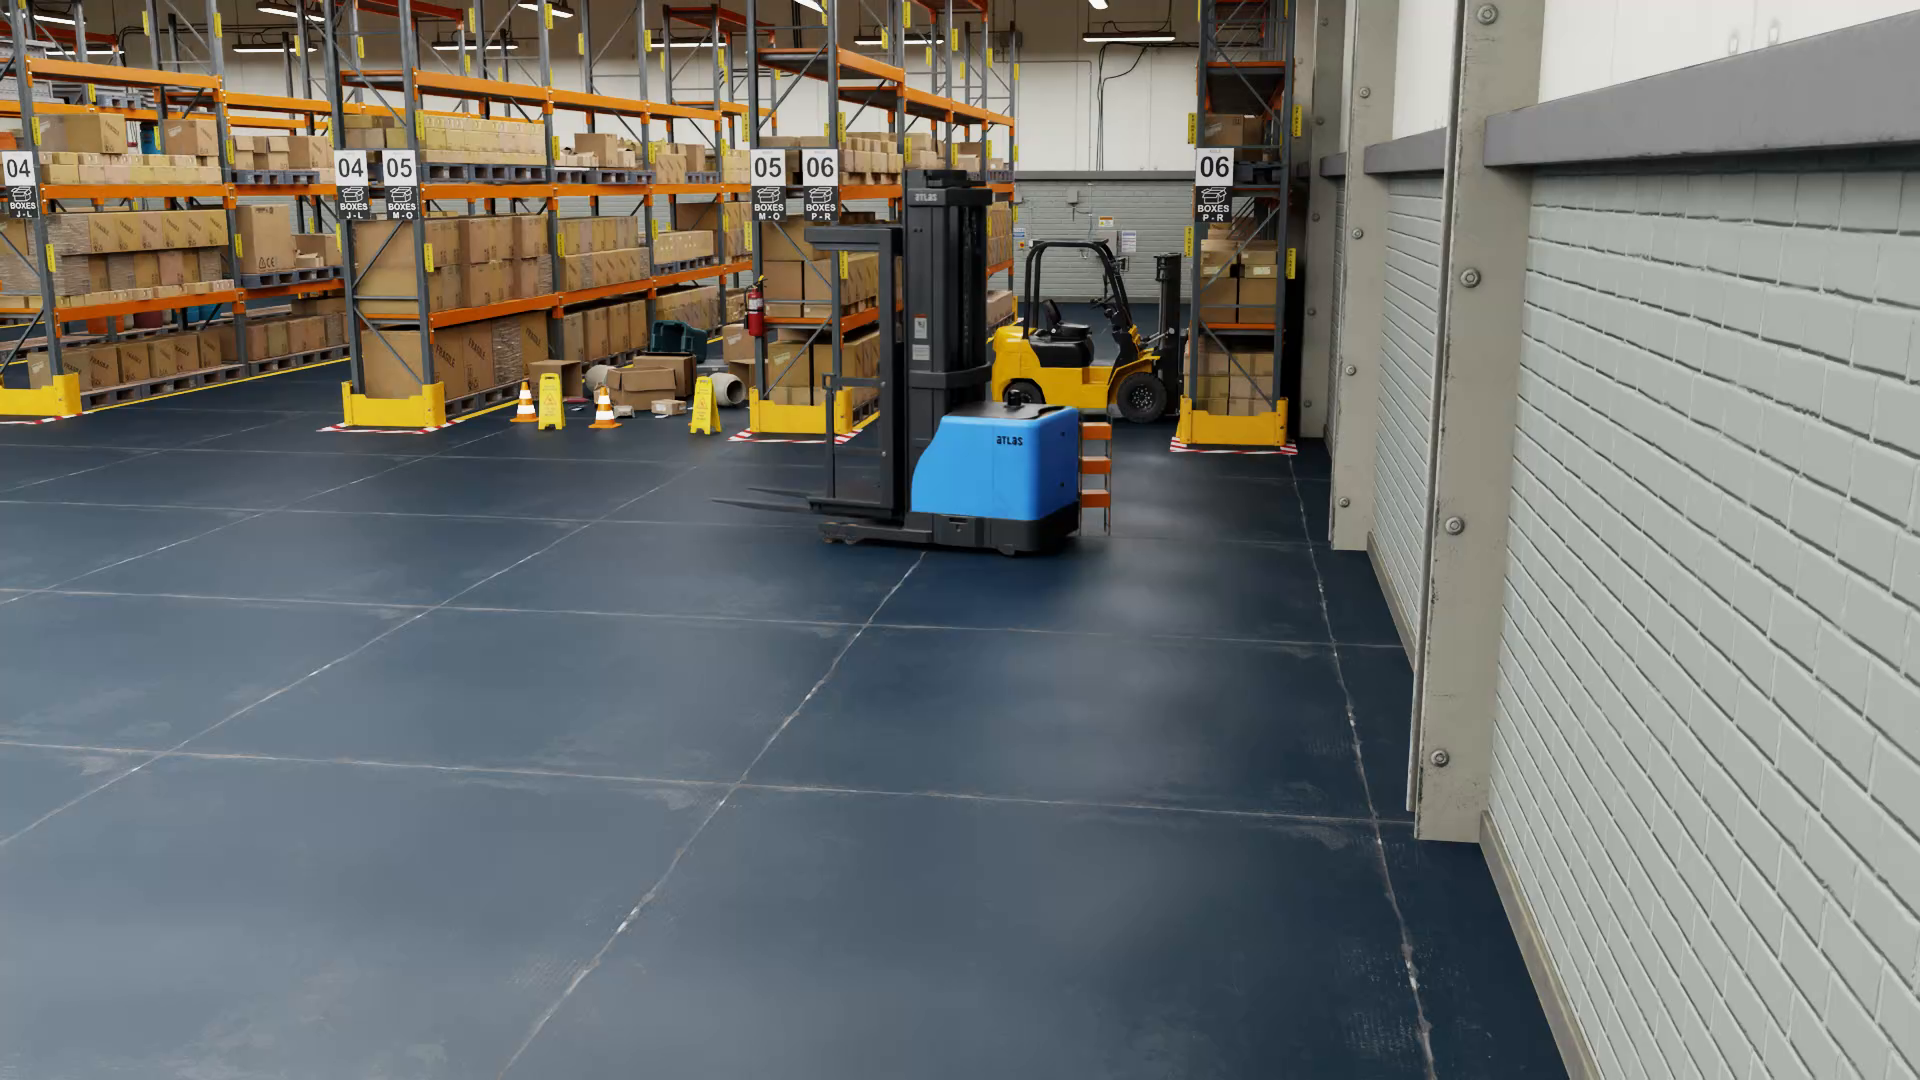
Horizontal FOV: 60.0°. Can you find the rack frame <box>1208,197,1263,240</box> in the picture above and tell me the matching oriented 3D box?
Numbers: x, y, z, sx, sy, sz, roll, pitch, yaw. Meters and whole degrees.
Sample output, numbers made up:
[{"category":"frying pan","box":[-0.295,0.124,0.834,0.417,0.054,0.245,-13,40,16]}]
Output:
[{"category":"rack frame","box":[4.892,-5.060,29.854,1.000,3.000,0.127,2,12,9]}]

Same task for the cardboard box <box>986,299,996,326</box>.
[{"category":"cardboard box","box":[0.189,-4.300,31.412,0.875,0.438,0.875,2,12,8]}]

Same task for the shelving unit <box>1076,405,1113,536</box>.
[{"category":"shelving unit","box":[1.097,-0.569,13.644,0.252,1.050,0.215,-1,12,-7]}]

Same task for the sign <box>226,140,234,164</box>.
[{"category":"sign","box":[-10.499,-5.579,23.914,0.100,0.325,0.005,2,12,9]}]

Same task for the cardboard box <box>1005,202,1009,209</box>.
[{"category":"cardboard box","box":[0.772,-6.716,33.388,0.380,0.149,0.250,2,12,8]}]

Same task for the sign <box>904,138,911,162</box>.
[{"category":"sign","box":[-0.707,-5.258,22.424,0.100,0.325,0.005,2,12,9]}]

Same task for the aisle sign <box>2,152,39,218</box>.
[{"category":"aisle sign","box":[-11.364,-4.292,20.116,0.394,0.787,0.004,2,12,9]}]

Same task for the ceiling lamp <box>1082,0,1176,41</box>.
[{"category":"ceiling lamp","box":[3.619,-12.312,35.409,2.000,3.185,0.800,2,12,9]}]

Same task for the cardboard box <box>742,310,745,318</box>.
[{"category":"cardboard box","box":[-4.387,-4.508,33.062,0.380,0.149,0.250,2,12,7]}]

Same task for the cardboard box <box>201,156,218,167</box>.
[{"category":"cardboard box","box":[-10.801,-5.387,23.659,0.380,0.149,0.250,2,12,10]}]

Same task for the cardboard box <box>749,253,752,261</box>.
[{"category":"cardboard box","box":[-4.386,-5.671,33.286,0.380,0.149,0.250,2,12,10]}]

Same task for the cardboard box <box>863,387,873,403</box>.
[{"category":"cardboard box","box":[-1.376,-1.848,20.480,0.500,0.250,0.500,2,12,11]}]

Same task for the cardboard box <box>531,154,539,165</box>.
[{"category":"cardboard box","box":[-5.929,-5.153,22.528,0.380,0.149,0.250,2,12,10]}]

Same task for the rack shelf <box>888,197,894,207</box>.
[{"category":"rack shelf","box":[-0.936,-5.086,24.560,1.077,0.370,4.000,2,12,9]}]

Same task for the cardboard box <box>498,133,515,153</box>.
[{"category":"cardboard box","box":[-6.130,-5.167,21.644,0.500,0.250,0.500,2,12,8]}]

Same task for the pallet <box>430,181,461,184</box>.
[{"category":"pallet","box":[-9.898,-6.722,30.897,0.805,0.209,1.217,1,12,6]}]

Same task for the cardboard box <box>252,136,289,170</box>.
[{"category":"cardboard box","box":[-10.722,-5.889,25.337,0.797,0.503,0.637,2,12,11]}]

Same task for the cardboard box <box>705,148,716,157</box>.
[{"category":"cardboard box","box":[-4.636,-7.245,31.093,0.380,0.149,0.250,2,12,8]}]

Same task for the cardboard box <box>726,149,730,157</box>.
[{"category":"cardboard box","box":[-4.561,-7.300,31.351,0.380,0.149,0.250,1,12,6]}]

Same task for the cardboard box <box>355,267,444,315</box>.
[{"category":"cardboard box","box":[-6.753,-3.014,20.001,0.875,0.550,0.550,2,12,9]}]

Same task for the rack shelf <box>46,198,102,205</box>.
[{"category":"rack shelf","box":[-15.622,-5.567,26.795,1.077,0.370,4.000,2,12,9]}]

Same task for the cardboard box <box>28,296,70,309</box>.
[{"category":"cardboard box","box":[-11.372,-2.972,20.761,0.380,0.149,0.250,2,12,9]}]

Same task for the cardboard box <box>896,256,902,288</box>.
[{"category":"cardboard box","box":[-1.067,-3.649,22.360,0.500,0.500,0.500,2,12,7]}]

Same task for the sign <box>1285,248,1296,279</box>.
[{"category":"sign","box":[3.594,-3.005,18.074,0.100,0.325,0.005,2,12,9]}]

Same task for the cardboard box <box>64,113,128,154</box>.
[{"category":"cardboard box","box":[-11.156,-5.249,21.478,0.500,0.500,0.500,2,12,8]}]

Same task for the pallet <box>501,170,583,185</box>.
[{"category":"pallet","box":[-6.058,-5.260,24.113,0.805,0.209,1.217,1,12,6]}]

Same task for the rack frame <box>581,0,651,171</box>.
[{"category":"rack frame","box":[-5.535,-7.460,26.747,1.000,3.000,0.127,2,12,9]}]

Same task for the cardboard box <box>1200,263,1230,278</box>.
[{"category":"cardboard box","box":[2.823,-3.009,18.561,0.380,0.149,0.250,2,12,9]}]

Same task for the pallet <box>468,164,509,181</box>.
[{"category":"pallet","box":[-6.477,-4.694,21.245,1.003,0.211,1.213,2,12,9]}]

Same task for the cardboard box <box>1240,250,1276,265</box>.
[{"category":"cardboard box","box":[3.309,-3.137,18.445,0.380,0.149,0.250,2,12,8]}]

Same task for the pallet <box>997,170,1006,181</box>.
[{"category":"pallet","box":[0.313,-7.066,32.253,1.003,0.211,1.213,2,12,9]}]

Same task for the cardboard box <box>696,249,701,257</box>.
[{"category":"cardboard box","box":[-4.904,-5.195,30.078,0.380,0.149,0.250,1,12,6]}]

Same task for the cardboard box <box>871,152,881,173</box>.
[{"category":"cardboard box","box":[-1.278,-4.676,20.599,0.500,0.250,0.500,2,12,10]}]

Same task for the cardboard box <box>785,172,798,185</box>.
[{"category":"cardboard box","box":[-2.081,-4.149,19.102,0.380,0.149,0.250,2,12,9]}]

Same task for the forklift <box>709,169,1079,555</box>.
[{"category":"forklift","box":[-0.596,-1.495,13.475,3.031,2.935,1.130,5,13,23]}]

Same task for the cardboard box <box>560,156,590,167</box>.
[{"category":"cardboard box","box":[-5.678,-5.575,24.486,0.380,0.149,0.250,2,12,9]}]

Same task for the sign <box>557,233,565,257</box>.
[{"category":"sign","box":[-5.602,-4.139,23.334,0.100,0.325,0.005,2,12,9]}]

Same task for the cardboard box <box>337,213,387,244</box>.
[{"category":"cardboard box","box":[-10.292,-5.400,28.810,0.797,0.503,0.637,2,12,11]}]

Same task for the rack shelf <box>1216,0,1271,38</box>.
[{"category":"rack shelf","box":[5.199,-9.682,30.879,1.077,0.370,4.000,2,12,9]}]

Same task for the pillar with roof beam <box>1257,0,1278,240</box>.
[{"category":"pillar with roof beam","box":[2.558,-9.497,36.201,9.100,9.000,0.548,2,12,9]}]

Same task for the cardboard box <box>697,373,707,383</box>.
[{"category":"cardboard box","box":[-3.490,-2.118,22.693,0.258,0.266,0.396,-7,14,-30]}]

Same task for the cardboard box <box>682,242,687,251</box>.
[{"category":"cardboard box","box":[-5.028,-5.173,29.272,0.380,0.149,0.250,2,12,11]}]

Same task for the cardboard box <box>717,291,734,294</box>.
[{"category":"cardboard box","box":[-4.819,-4.975,33.818,0.380,0.149,0.250,2,12,11]}]

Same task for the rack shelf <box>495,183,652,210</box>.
[{"category":"rack shelf","box":[-5.843,-5.225,25.207,1.077,0.370,4.000,2,12,9]}]

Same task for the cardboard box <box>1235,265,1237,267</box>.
[{"category":"cardboard box","box":[3.271,-3.251,21.221,0.500,0.500,0.500,2,12,10]}]

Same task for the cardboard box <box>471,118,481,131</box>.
[{"category":"cardboard box","box":[-6.203,-5.173,20.726,0.380,0.149,0.250,2,12,8]}]

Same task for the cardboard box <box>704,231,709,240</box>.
[{"category":"cardboard box","box":[-4.830,-5.587,30.486,0.380,0.149,0.250,2,12,7]}]

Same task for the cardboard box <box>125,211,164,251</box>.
[{"category":"cardboard box","box":[-11.067,-4.144,22.287,0.500,0.500,0.500,2,12,9]}]

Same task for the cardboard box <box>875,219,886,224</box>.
[{"category":"cardboard box","box":[-1.284,-4.577,24.130,0.380,0.149,0.250,1,12,6]}]

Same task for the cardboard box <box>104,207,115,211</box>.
[{"category":"cardboard box","box":[-18.852,-7.027,36.368,0.500,0.500,0.500,2,12,10]}]

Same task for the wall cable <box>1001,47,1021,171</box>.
[{"category":"wall cable","box":[1.198,-10.179,39.365,0.463,3.000,0.029,2,12,9]}]

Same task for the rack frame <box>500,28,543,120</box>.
[{"category":"rack frame","box":[-9.190,-9.307,35.318,1.000,3.000,0.127,2,12,9]}]

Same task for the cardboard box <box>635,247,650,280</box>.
[{"category":"cardboard box","box":[-5.339,-4.473,26.893,0.500,0.500,0.500,2,12,9]}]

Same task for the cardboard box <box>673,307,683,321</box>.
[{"category":"cardboard box","box":[-5.101,-3.754,28.729,0.500,0.500,0.500,2,12,9]}]
